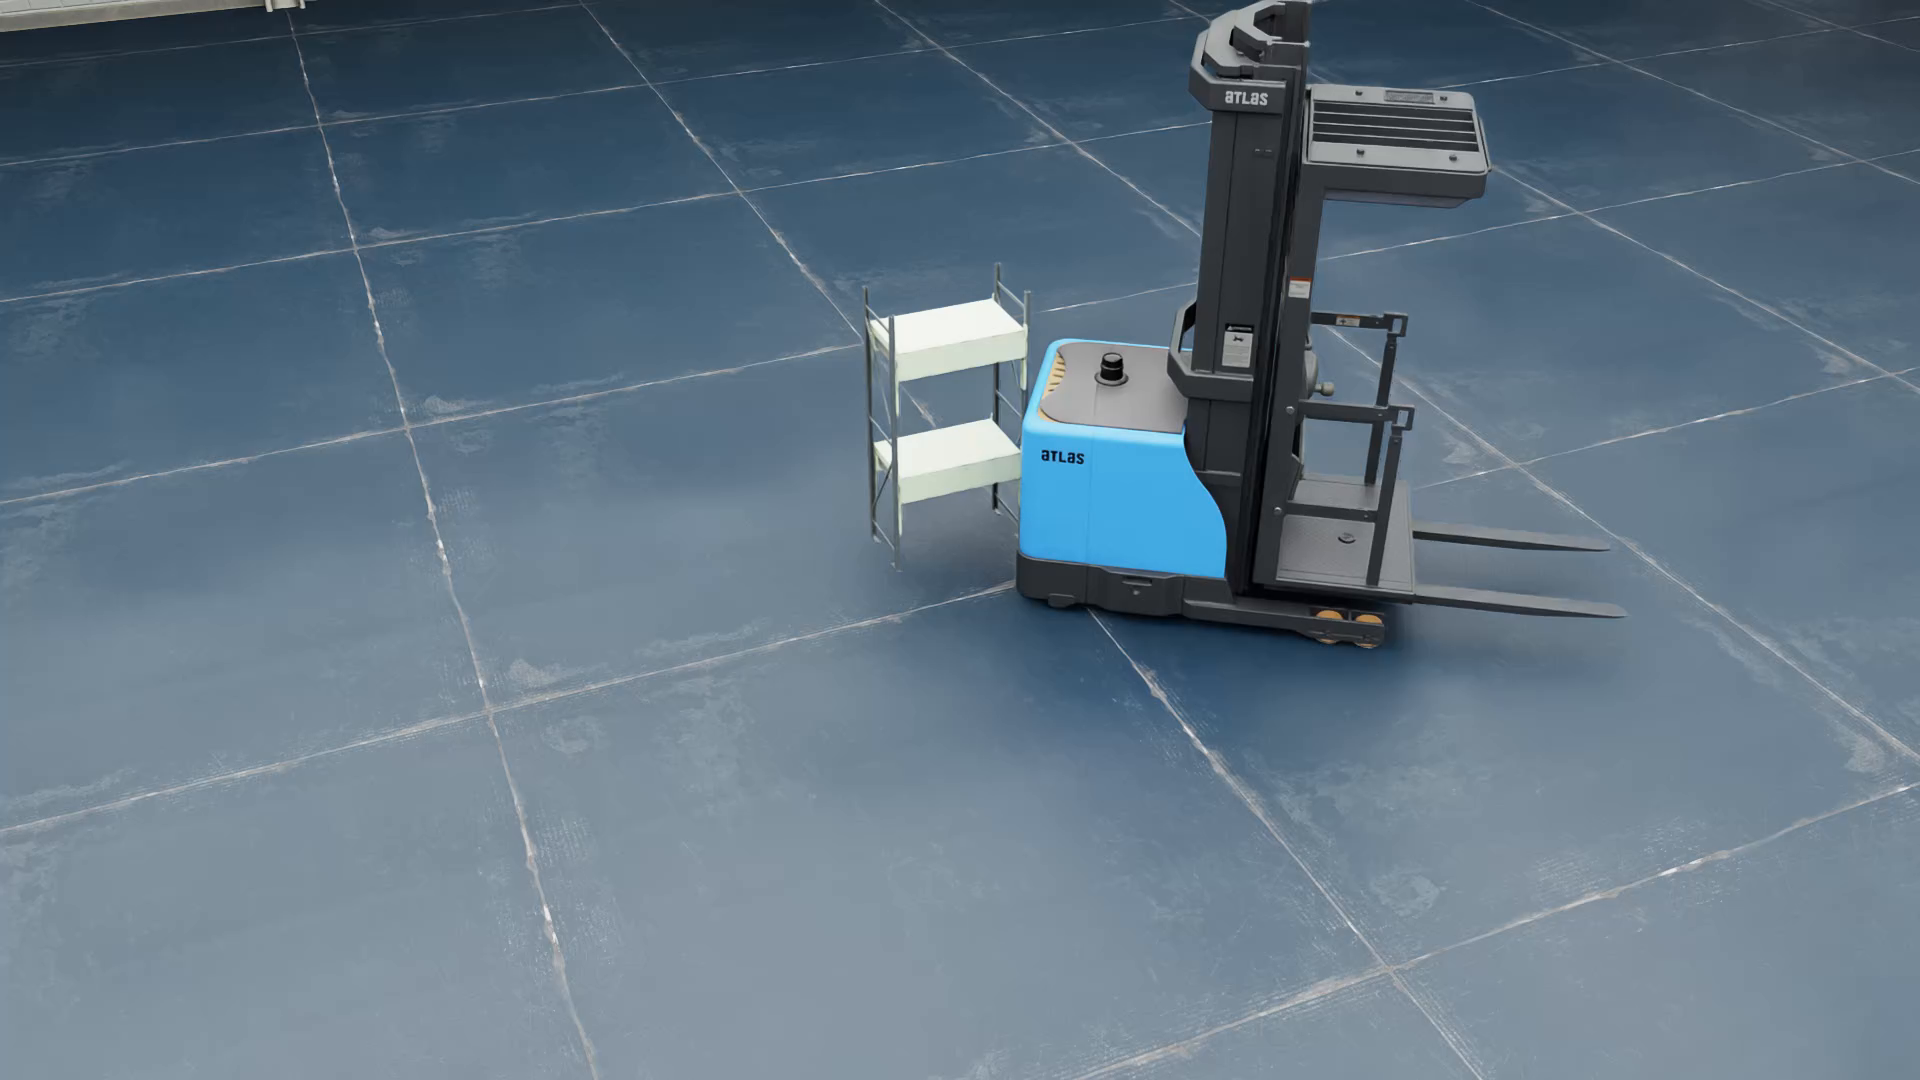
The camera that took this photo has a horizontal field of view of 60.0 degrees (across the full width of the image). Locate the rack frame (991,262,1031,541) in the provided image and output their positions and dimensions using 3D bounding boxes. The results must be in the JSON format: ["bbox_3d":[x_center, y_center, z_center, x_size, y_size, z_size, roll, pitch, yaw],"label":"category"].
[{"bbox_3d":[0.268,-0.711,8.886,0.023,1.500,0.400,-13,35,-19],"label":"rack frame"}]

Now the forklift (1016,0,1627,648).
[{"bbox_3d":[1.861,-1.003,8.023,3.031,2.935,1.130,6,34,9],"label":"forklift"}]

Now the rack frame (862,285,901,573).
[{"bbox_3d":[-0.406,-0.554,8.645,0.023,1.500,0.400,-13,35,-19],"label":"rack frame"}]

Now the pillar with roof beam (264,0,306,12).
[{"bbox_3d":[-5.674,-7.416,12.314,0.400,9.000,9.100,-13,35,-19],"label":"pillar with roof beam"}]

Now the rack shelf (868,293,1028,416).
[{"bbox_3d":[-0.069,-0.960,8.552,0.720,0.370,0.431,-13,35,-19],"label":"rack shelf"}]

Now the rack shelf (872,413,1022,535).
[{"bbox_3d":[-0.069,-0.359,8.943,0.720,0.370,0.431,-13,35,-19],"label":"rack shelf"}]

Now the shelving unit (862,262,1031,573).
[{"bbox_3d":[-0.069,-0.633,8.765,0.755,1.500,0.431,-13,35,-19],"label":"shelving unit"}]
